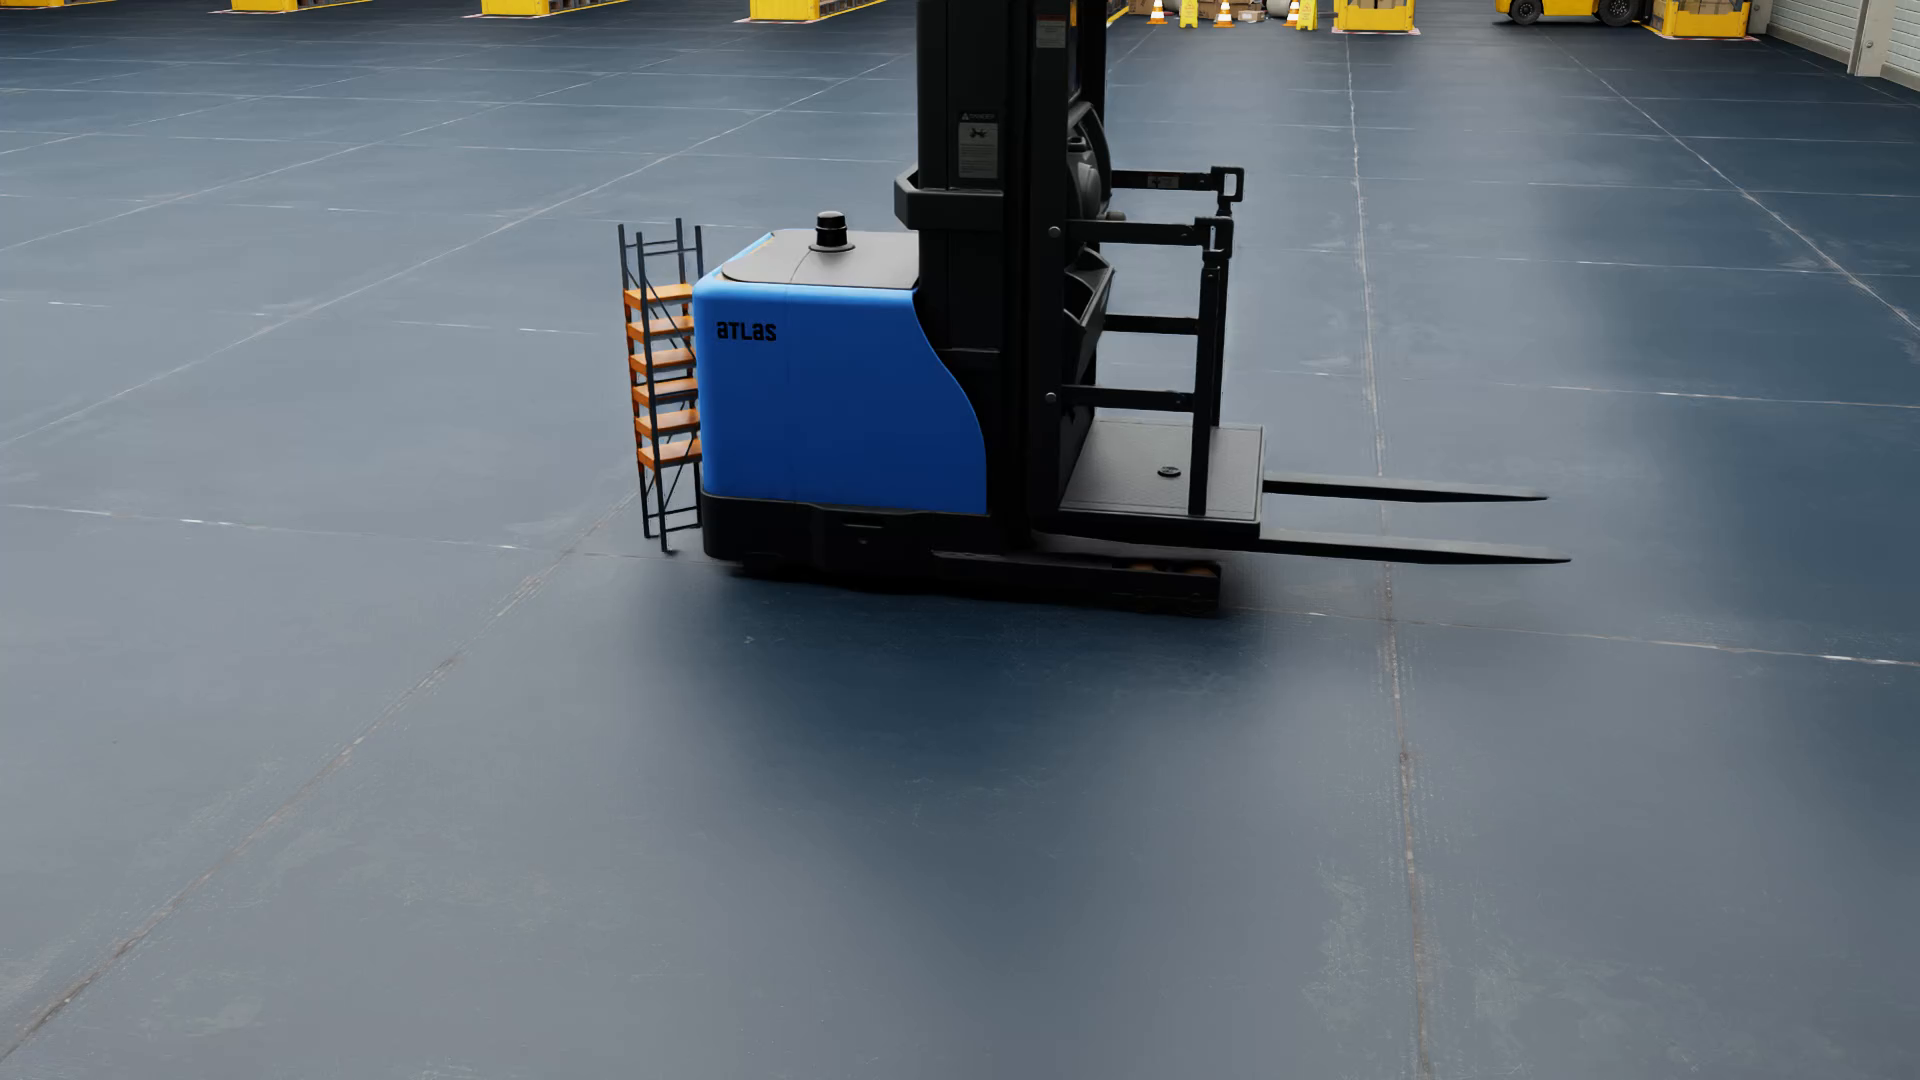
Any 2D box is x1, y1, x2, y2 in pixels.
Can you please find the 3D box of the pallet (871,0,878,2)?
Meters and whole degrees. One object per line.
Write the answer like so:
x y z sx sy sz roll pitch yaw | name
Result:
-2.060 -10.814 32.923 1.003 0.211 1.213 4 22 11 | pallet

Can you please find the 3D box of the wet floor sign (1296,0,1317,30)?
5.582 -8.525 26.656 0.267 0.644 0.232 13 25 29 | wet floor sign

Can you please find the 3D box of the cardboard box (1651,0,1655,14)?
11.536 -8.706 27.075 0.500 0.250 0.500 5 22 11 | cardboard box

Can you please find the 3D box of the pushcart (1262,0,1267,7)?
5.242 -10.007 30.695 1.648 0.377 0.936 -3 22 -8 | pushcart

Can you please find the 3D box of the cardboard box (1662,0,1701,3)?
11.321 -8.581 26.093 0.500 0.250 0.500 4 22 10 | cardboard box

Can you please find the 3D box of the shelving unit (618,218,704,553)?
-1.065 -0.562 6.138 0.258 1.200 0.189 -13 24 -28 | shelving unit

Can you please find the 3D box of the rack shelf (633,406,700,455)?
-1.063 -0.409 6.197 0.258 0.103 0.180 -13 24 -28 | rack shelf

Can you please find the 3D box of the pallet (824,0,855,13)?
-2.567 -9.834 30.488 1.003 0.211 1.213 4 22 11 | pallet

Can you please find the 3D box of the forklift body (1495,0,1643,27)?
10.129 -9.667 27.476 2.313 2.155 1.214 4 22 11 | forklift body

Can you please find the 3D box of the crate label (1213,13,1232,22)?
4.436 -8.785 27.983 0.250 0.136 0.298 -7 23 -17 | crate label

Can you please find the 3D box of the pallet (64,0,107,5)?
-17.365 -10.522 32.196 1.003 0.211 1.213 4 22 11 | pallet

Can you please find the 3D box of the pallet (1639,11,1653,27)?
11.894 -8.662 27.578 1.003 0.211 1.213 4 22 11 | pallet

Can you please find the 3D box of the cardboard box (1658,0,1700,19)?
11.314 -8.343 26.172 0.500 0.250 0.500 5 22 11 | cardboard box

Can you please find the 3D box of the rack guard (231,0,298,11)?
-12.736 -9.948 30.386 1.175 0.500 0.348 4 22 11 | rack guard

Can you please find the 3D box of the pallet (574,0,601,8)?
-7.491 -10.217 31.440 1.003 0.211 1.213 4 22 11 | pallet

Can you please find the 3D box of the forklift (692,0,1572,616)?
0.632 -1.314 5.693 3.031 2.935 1.130 4 22 10 | forklift

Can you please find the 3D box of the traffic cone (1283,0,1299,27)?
5.493 -8.684 27.295 0.336 0.463 0.334 4 22 11 | traffic cone

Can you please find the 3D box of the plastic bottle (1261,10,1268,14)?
5.385 -9.376 29.551 0.133 0.061 0.283 8 23 20 | plastic bottle

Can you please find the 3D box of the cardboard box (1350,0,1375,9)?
6.574 -8.849 27.429 0.500 0.250 0.500 4 22 11 | cardboard box

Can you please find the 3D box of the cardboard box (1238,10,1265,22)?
4.958 -8.915 28.291 0.380 0.149 0.250 18 28 38 | cardboard box

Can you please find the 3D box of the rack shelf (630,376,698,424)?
-1.065 -0.521 6.154 0.258 0.103 0.180 -13 24 -28 | rack shelf

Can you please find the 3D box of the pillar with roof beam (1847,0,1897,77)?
7.114 -10.330 19.958 9.100 9.000 0.400 4 22 11 | pillar with roof beam

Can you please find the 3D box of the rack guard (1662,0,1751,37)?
11.523 -8.059 25.696 1.175 0.500 0.348 4 22 11 | rack guard

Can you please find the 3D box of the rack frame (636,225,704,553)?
-1.019 -0.535 6.065 0.240 1.200 0.006 -13 24 -28 | rack frame

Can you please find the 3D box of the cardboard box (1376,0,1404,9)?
7.103 -8.798 27.302 0.500 0.250 0.500 4 22 10 | cardboard box

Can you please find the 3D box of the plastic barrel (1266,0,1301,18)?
5.607 -9.280 28.830 0.421 0.421 0.512 -16 27 -35 | plastic barrel

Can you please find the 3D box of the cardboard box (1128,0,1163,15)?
3.305 -9.604 29.527 0.500 0.500 0.500 8 23 20 | cardboard box

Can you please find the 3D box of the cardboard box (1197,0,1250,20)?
4.548 -9.282 28.727 0.797 0.503 0.637 -11 25 -26 | cardboard box

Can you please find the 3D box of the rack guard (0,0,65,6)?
-17.566 -10.361 31.411 1.175 0.500 0.348 4 22 11 | rack guard

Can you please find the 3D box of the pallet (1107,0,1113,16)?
2.139 -9.395 29.398 1.003 0.211 1.213 4 22 11 | pallet

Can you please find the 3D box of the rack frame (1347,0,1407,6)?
6.668 -9.605 26.187 1.000 3.000 0.127 4 22 11 | rack frame

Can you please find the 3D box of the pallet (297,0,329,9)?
-12.616 -10.106 31.164 1.003 0.211 1.213 4 22 11 | pallet

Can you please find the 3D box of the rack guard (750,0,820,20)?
-3.018 -9.228 28.598 1.175 0.500 0.348 4 22 11 | rack guard

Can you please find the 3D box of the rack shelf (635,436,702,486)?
-1.062 -0.297 6.240 0.258 0.103 0.180 -13 24 -28 | rack shelf
